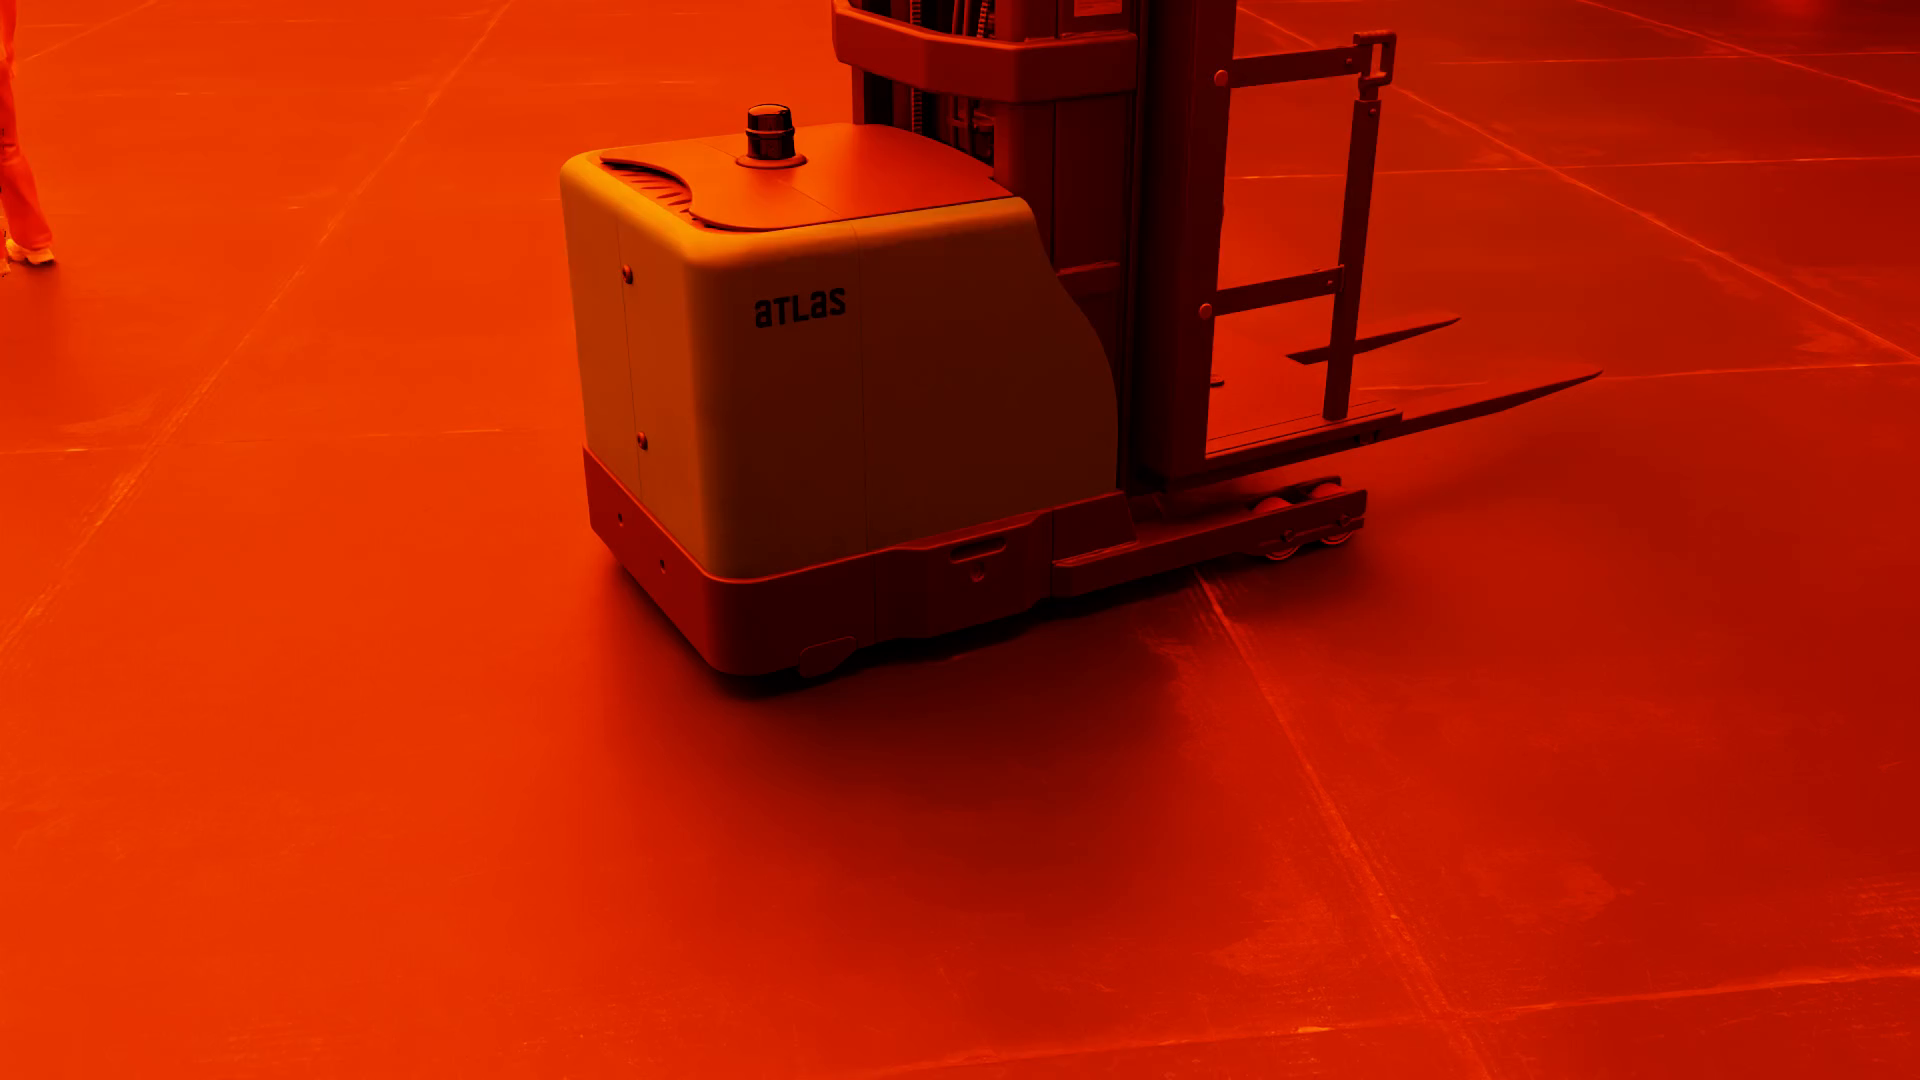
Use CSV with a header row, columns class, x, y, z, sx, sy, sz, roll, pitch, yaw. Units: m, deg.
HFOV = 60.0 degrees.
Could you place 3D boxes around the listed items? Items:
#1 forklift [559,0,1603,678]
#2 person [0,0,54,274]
class,x,y,z,sx,sy,sz,roll,pitch,yaw
forklift,0.529,-1.451,4.240,3.031,2.935,1.130,-14,29,-26
person,-3.976,-1.870,6.569,0.482,1.687,0.538,11,28,22
